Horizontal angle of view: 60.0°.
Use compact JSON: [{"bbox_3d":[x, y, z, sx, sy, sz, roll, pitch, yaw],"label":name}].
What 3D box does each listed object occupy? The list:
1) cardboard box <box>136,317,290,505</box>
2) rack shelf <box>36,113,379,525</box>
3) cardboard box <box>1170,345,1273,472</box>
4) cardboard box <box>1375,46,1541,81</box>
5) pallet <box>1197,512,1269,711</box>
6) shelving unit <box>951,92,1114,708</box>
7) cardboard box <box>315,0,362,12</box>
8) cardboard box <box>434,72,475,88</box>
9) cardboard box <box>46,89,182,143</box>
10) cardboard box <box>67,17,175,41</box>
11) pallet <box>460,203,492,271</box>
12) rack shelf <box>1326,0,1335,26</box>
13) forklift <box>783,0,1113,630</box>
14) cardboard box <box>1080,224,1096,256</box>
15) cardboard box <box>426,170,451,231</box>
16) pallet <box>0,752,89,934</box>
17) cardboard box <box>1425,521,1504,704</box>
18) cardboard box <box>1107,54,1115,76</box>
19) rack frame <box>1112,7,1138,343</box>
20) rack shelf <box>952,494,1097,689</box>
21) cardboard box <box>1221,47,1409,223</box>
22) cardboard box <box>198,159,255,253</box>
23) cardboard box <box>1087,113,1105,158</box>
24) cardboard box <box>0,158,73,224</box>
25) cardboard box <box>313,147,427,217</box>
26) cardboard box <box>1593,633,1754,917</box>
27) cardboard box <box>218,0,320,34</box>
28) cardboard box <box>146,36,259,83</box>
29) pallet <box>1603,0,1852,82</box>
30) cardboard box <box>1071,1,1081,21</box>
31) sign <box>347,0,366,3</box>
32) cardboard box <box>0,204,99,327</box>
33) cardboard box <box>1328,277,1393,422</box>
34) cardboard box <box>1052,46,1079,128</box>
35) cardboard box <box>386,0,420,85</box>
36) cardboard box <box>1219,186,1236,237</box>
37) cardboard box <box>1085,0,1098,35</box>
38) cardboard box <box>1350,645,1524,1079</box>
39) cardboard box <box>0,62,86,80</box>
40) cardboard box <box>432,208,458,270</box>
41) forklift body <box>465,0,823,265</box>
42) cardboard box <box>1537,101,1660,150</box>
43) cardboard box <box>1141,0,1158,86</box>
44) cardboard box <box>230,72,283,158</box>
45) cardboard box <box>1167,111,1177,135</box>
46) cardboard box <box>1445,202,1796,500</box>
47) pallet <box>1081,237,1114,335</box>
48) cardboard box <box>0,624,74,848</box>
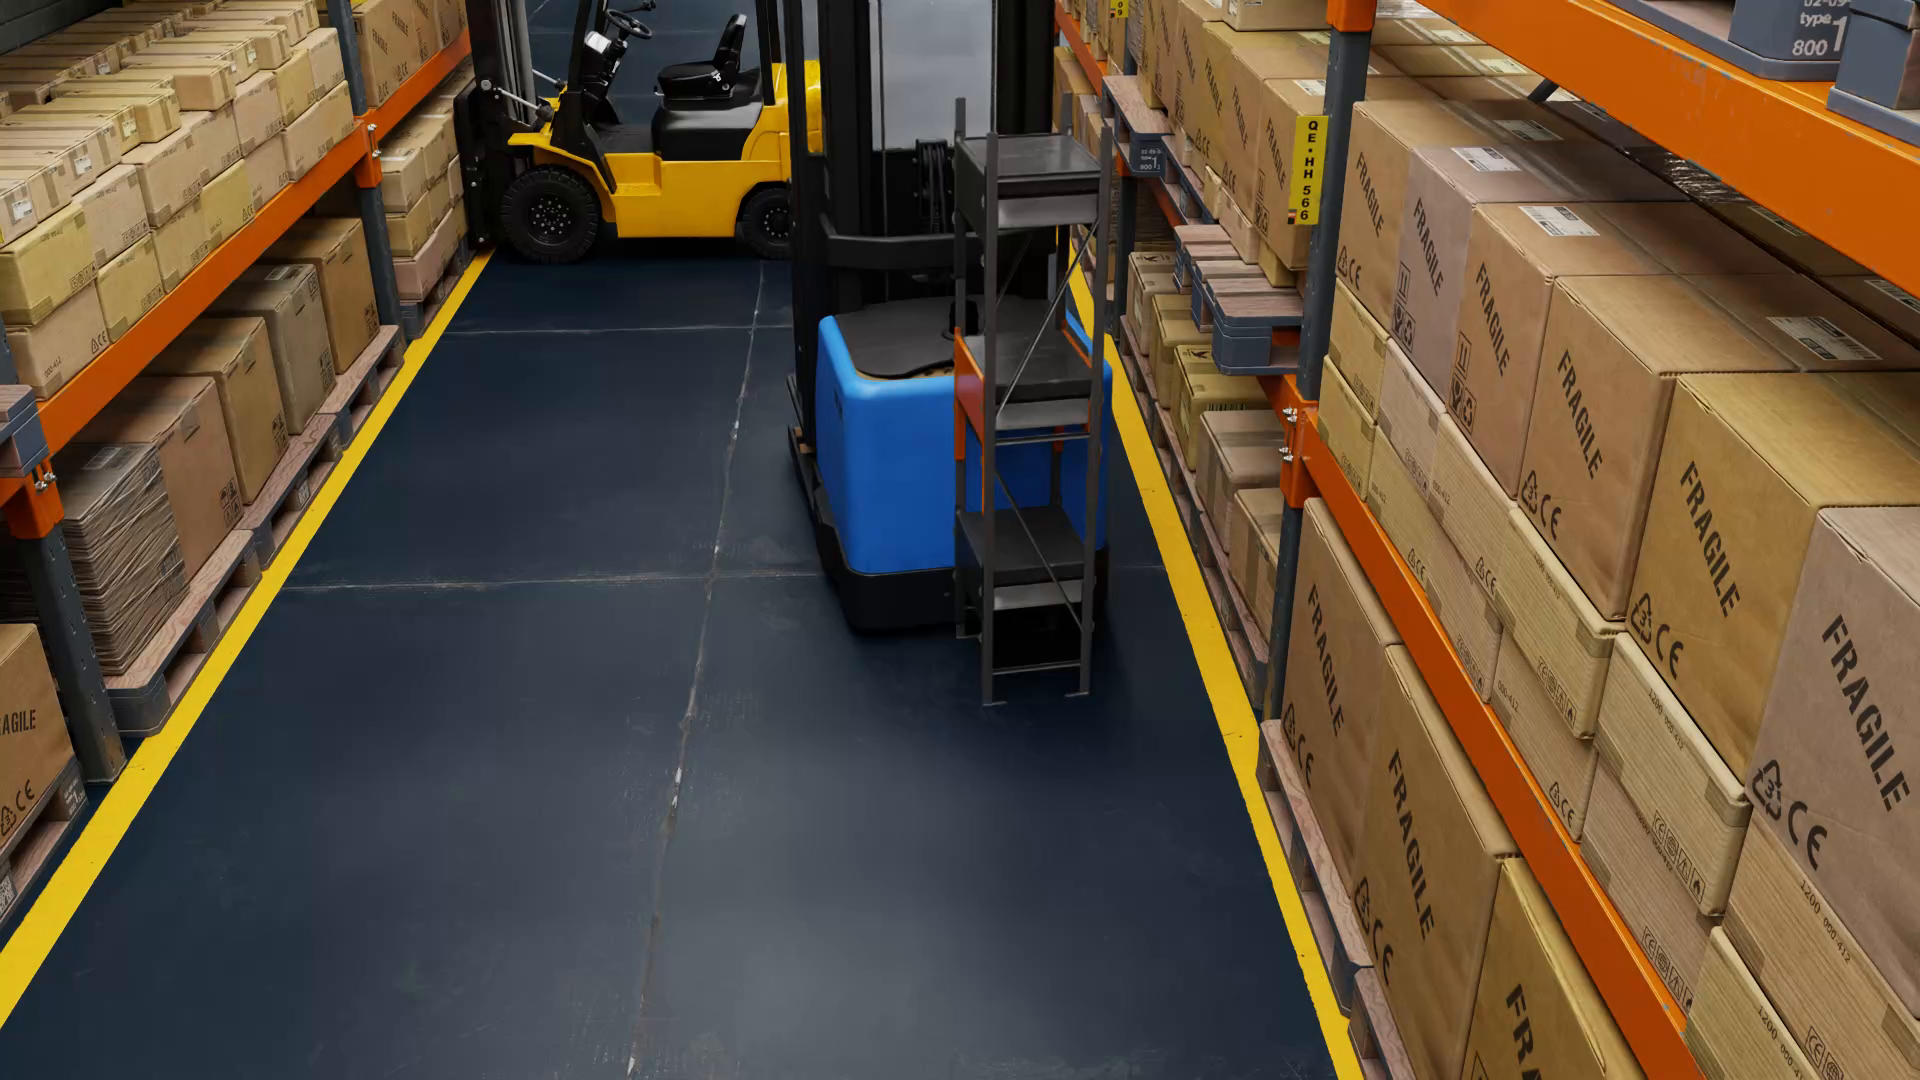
[{"bbox_3d":[-3.475,-0.548,7.171,0.875,0.625,0.625,-2,28,-5],"label":"cardboard box"},{"bbox_3d":[-3.483,-1.118,6.929,1.077,0.370,4.000,-1,28,-3],"label":"rack shelf"},{"bbox_3d":[1.478,-0.609,7.561,0.950,0.372,0.625,0,28,-1],"label":"cardboard box"},{"bbox_3d":[1.751,-1.452,5.906,0.500,0.500,0.500,0,28,0],"label":"cardboard box"},{"bbox_3d":[1.538,0.240,6.561,1.003,0.211,1.213,-1,28,-3],"label":"pallet"},{"bbox_3d":[0.230,-0.449,5.840,0.431,2.100,0.503,-5,28,-10],"label":"shelving unit"},{"bbox_3d":[-3.342,-2.847,8.655,0.380,0.149,0.250,-2,28,-3],"label":"cardboard box"},{"bbox_3d":[-3.392,-2.945,11.091,0.500,0.250,0.500,-1,28,-2],"label":"cardboard box"},{"bbox_3d":[-3.179,-1.596,6.257,0.380,0.149,0.250,-1,28,-2],"label":"cardboard box"},{"bbox_3d":[-3.810,-2.285,7.578,0.380,0.149,0.250,-1,28,-3],"label":"cardboard box"},{"bbox_3d":[-3.654,-2.058,10.967,1.003,0.211,1.213,-1,28,-3],"label":"pallet"},{"bbox_3d":[1.473,-2.570,6.468,1.077,0.370,4.000,-1,28,-3],"label":"rack shelf"},{"bbox_3d":[-0.209,-1.613,7.174,1.130,2.935,3.031,-5,28,-10],"label":"forklift"},{"bbox_3d":[1.032,-1.962,10.287,0.500,0.250,0.500,-2,28,-4],"label":"cardboard box"},{"bbox_3d":[-3.333,-2.013,9.845,0.500,0.250,0.500,-2,28,-3],"label":"cardboard box"},{"bbox_3d":[-3.378,1.068,4.974,1.003,0.211,1.213,-1,28,-3],"label":"pallet"},{"bbox_3d":[1.418,0.142,3.896,0.500,0.250,0.500,0,28,-1],"label":"cardboard box"},{"bbox_3d":[1.028,-2.627,9.315,0.380,0.149,0.250,-1,28,-1],"label":"cardboard box"},{"bbox_3d":[1.369,-2.483,8.766,1.000,3.000,0.127,-1,28,-3],"label":"rack frame"},{"bbox_3d":[0.230,0.184,6.170,0.431,0.518,0.480,-5,28,-10],"label":"rack shelf"},{"bbox_3d":[1.238,-1.440,5.882,0.500,0.500,0.500,-2,28,-3],"label":"cardboard box"},{"bbox_3d":[-3.239,-1.368,6.791,0.500,0.250,0.500,-1,28,-1],"label":"cardboard box"},{"bbox_3d":[1.042,-2.284,10.093,0.500,0.500,0.500,-1,28,-2],"label":"cardboard box"},{"bbox_3d":[-3.117,-1.123,5.351,0.380,0.149,0.250,-1,28,-2],"label":"cardboard box"},{"bbox_3d":[-3.300,-2.002,9.284,0.500,0.250,0.500,-2,28,-3],"label":"cardboard box"},{"bbox_3d":[1.454,0.389,2.882,0.500,0.250,0.500,-1,28,-1],"label":"cardboard box"},{"bbox_3d":[-3.348,-2.541,8.068,0.380,0.149,0.250,0,28,-1],"label":"cardboard box"},{"bbox_3d":[-3.259,-2.067,7.160,0.380,0.149,0.250,-2,28,-4],"label":"cardboard box"},{"bbox_3d":[1.726,-1.069,3.017,1.003,0.211,1.213,0,28,0],"label":"pallet"},{"bbox_3d":[0.946,-3.579,11.140,0.380,0.149,0.250,-1,28,-1],"label":"cardboard box"},{"bbox_3d":[-3.047,-2.857,8.318,0.100,0.325,0.005,-1,28,-3],"label":"sign"},{"bbox_3d":[-3.133,-0.880,5.316,0.500,0.250,0.500,-1,28,-3],"label":"cardboard box"},{"bbox_3d":[1.357,-0.551,4.684,0.500,0.250,0.500,-2,28,-3],"label":"cardboard box"},{"bbox_3d":[0.928,-3.239,11.925,0.500,0.500,0.500,-2,28,-4],"label":"cardboard box"},{"bbox_3d":[-3.394,-2.857,9.376,0.500,0.500,0.500,-1,28,-2],"label":"cardboard box"},{"bbox_3d":[1.176,-1.210,6.143,0.380,0.149,0.250,-3,28,-5],"label":"cardboard box"},{"bbox_3d":[1.032,-3.335,9.971,0.500,0.500,0.500,-1,28,-1],"label":"cardboard box"},{"bbox_3d":[1.573,0.853,4.213,0.875,0.875,0.875,-1,28,-2],"label":"cardboard box"},{"bbox_3d":[-3.751,-1.820,6.687,0.380,0.149,0.250,-1,28,-2],"label":"cardboard box"},{"bbox_3d":[-3.324,-1.794,9.965,0.500,0.250,0.500,-2,28,-4],"label":"cardboard box"},{"bbox_3d":[-1.876,-3.000,10.677,2.313,2.155,1.214,-1,28,-3],"label":"forklift body"},{"bbox_3d":[1.866,-0.891,4.525,0.500,0.500,0.500,-2,28,-4],"label":"cardboard box"},{"bbox_3d":[1.134,-2.390,7.705,0.500,0.500,0.500,-1,28,-2],"label":"cardboard box"},{"bbox_3d":[-3.252,-1.822,7.121,0.500,0.250,0.500,-1,28,-2],"label":"cardboard box"},{"bbox_3d":[1.149,-1.930,7.525,0.380,0.149,0.250,-1,28,-2],"label":"cardboard box"},{"bbox_3d":[1.406,-0.421,3.625,0.500,0.500,0.500,-1,28,-1],"label":"cardboard box"},{"bbox_3d":[1.298,-1.556,10.004,1.003,0.211,1.213,-1,28,-3],"label":"pallet"},{"bbox_3d":[-3.142,0.598,5.108,0.500,0.500,0.500,-1,28,-1],"label":"cardboard box"}]
